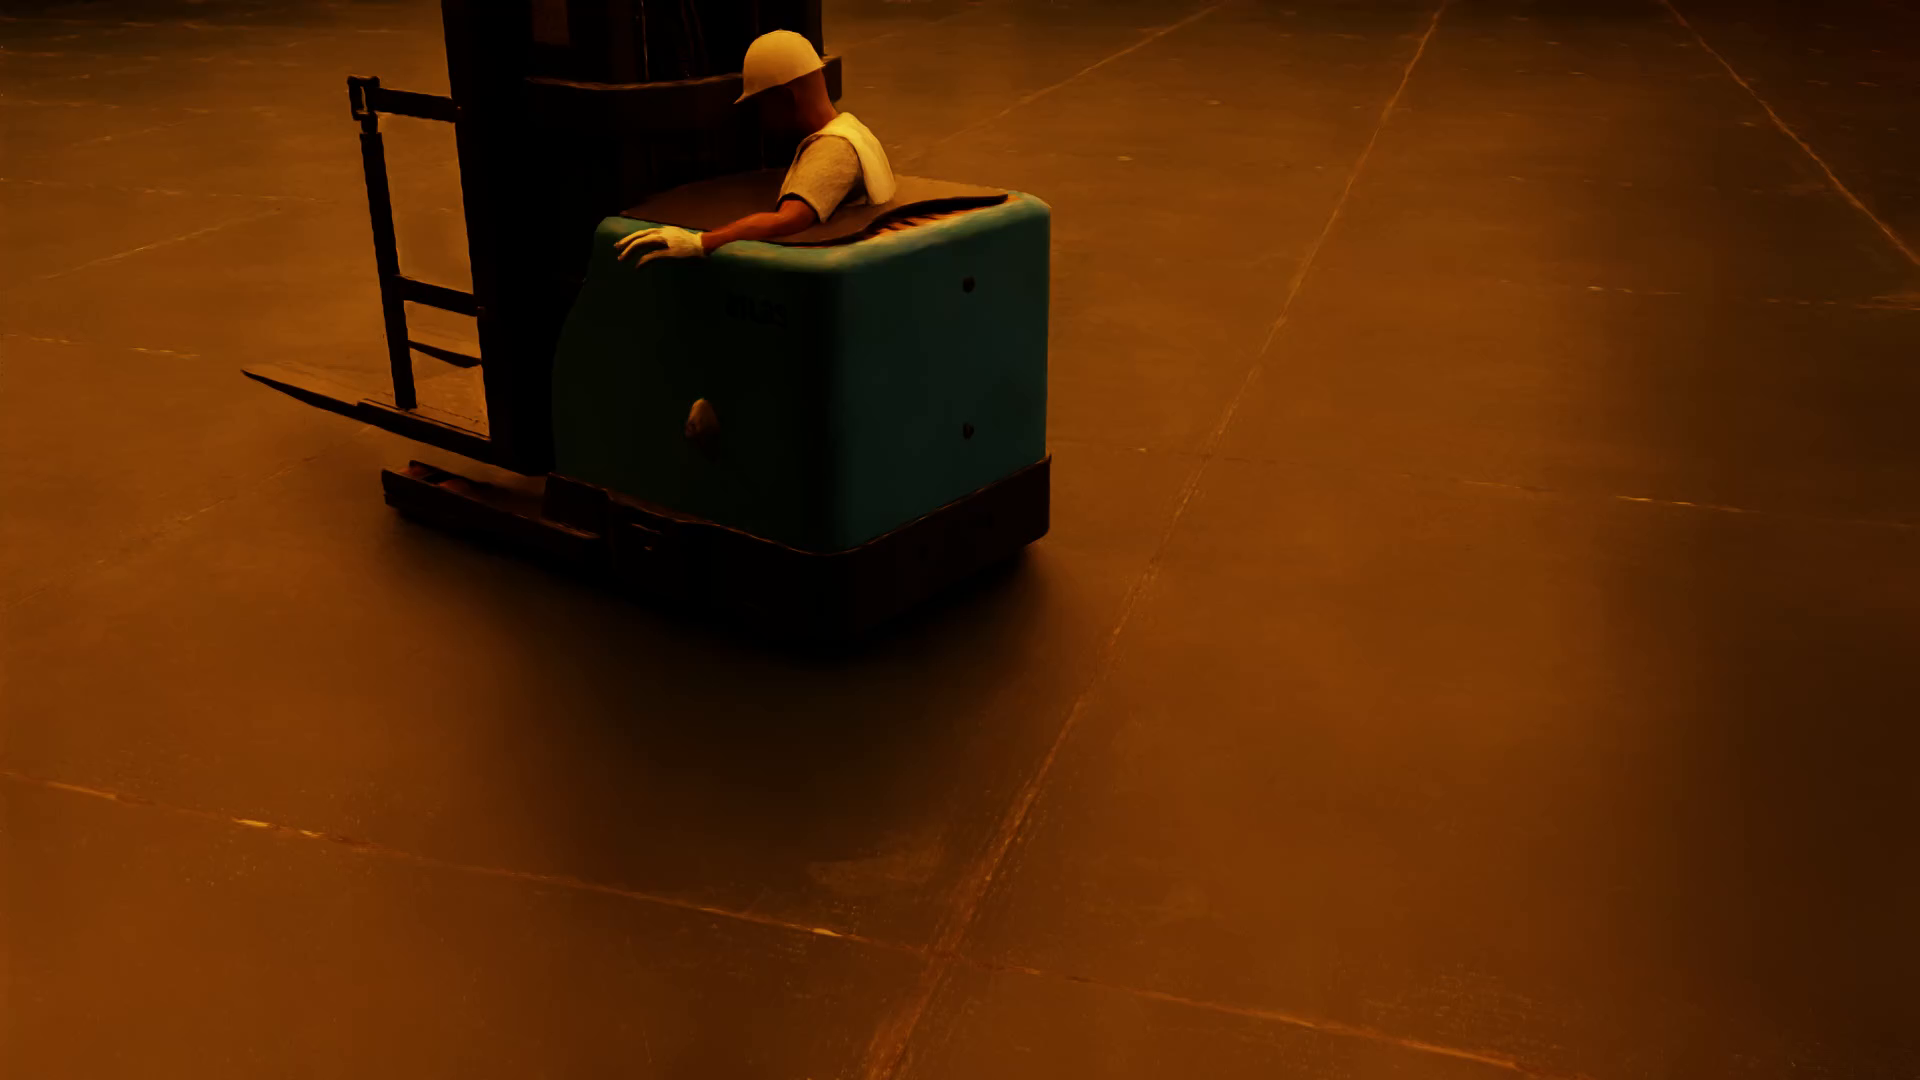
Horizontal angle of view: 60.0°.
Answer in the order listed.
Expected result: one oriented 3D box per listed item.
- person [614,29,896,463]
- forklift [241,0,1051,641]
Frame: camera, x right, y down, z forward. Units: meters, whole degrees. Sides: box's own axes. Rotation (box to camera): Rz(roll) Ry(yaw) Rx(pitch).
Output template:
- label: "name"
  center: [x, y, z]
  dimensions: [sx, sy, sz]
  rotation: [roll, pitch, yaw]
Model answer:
- label: "person"
  center: [-0.557, -0.635, 4.631]
  dimensions: [0.808, 1.499, 0.978]
  rotation: [1, 22, 2]
- label: "forklift"
  center: [-1.210, -1.523, 4.968]
  dimensions: [3.031, 2.935, 1.130]
  rotation: [16, 27, 34]
